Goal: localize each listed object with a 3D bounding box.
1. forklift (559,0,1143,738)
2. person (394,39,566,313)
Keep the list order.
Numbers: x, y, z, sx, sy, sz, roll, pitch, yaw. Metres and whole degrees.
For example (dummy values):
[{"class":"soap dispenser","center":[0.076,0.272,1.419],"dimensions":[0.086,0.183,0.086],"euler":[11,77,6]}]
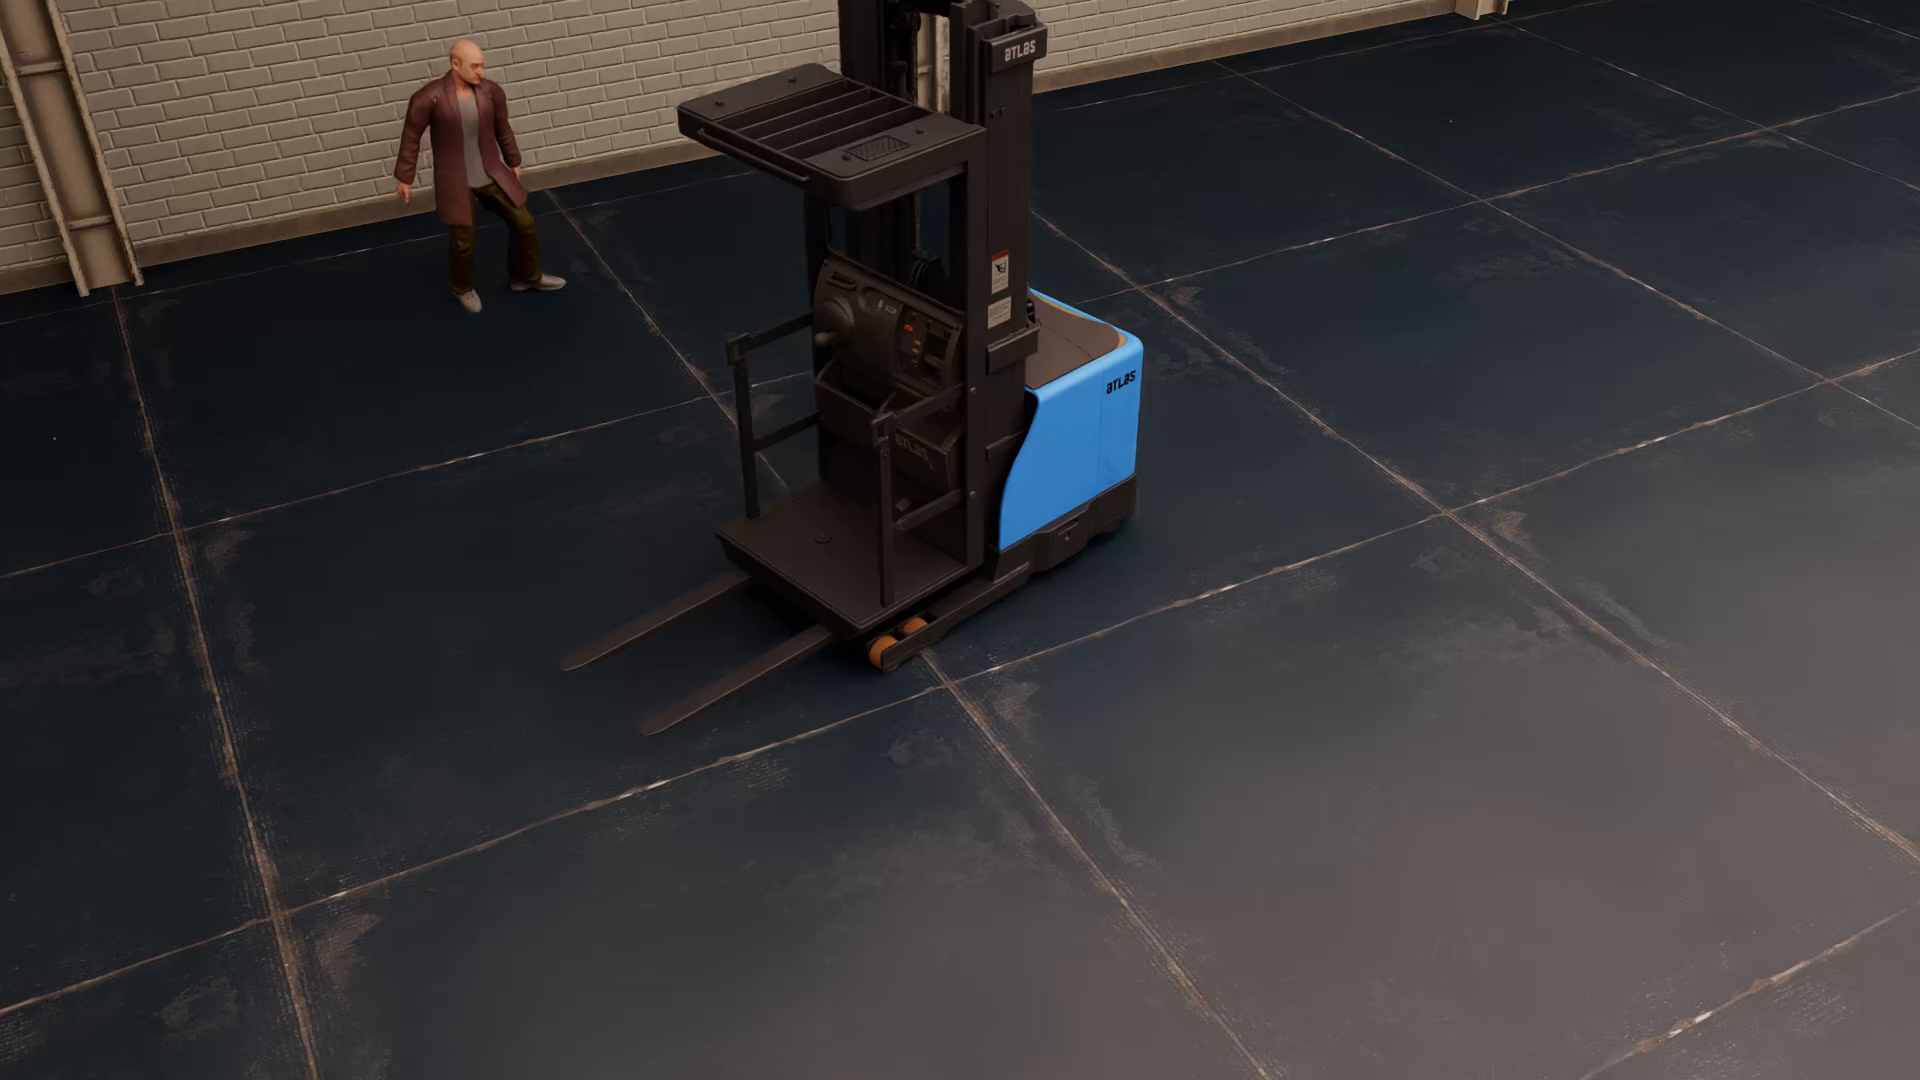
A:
[{"class":"forklift","center":[-0.487,-0.920,7.425],"dimensions":[3.031,2.935,1.130],"euler":[-29,45,-35]},{"class":"person","center":[-3.056,-2.274,10.410],"dimensions":[0.927,1.748,0.496],"euler":[-22,41,-27]}]
